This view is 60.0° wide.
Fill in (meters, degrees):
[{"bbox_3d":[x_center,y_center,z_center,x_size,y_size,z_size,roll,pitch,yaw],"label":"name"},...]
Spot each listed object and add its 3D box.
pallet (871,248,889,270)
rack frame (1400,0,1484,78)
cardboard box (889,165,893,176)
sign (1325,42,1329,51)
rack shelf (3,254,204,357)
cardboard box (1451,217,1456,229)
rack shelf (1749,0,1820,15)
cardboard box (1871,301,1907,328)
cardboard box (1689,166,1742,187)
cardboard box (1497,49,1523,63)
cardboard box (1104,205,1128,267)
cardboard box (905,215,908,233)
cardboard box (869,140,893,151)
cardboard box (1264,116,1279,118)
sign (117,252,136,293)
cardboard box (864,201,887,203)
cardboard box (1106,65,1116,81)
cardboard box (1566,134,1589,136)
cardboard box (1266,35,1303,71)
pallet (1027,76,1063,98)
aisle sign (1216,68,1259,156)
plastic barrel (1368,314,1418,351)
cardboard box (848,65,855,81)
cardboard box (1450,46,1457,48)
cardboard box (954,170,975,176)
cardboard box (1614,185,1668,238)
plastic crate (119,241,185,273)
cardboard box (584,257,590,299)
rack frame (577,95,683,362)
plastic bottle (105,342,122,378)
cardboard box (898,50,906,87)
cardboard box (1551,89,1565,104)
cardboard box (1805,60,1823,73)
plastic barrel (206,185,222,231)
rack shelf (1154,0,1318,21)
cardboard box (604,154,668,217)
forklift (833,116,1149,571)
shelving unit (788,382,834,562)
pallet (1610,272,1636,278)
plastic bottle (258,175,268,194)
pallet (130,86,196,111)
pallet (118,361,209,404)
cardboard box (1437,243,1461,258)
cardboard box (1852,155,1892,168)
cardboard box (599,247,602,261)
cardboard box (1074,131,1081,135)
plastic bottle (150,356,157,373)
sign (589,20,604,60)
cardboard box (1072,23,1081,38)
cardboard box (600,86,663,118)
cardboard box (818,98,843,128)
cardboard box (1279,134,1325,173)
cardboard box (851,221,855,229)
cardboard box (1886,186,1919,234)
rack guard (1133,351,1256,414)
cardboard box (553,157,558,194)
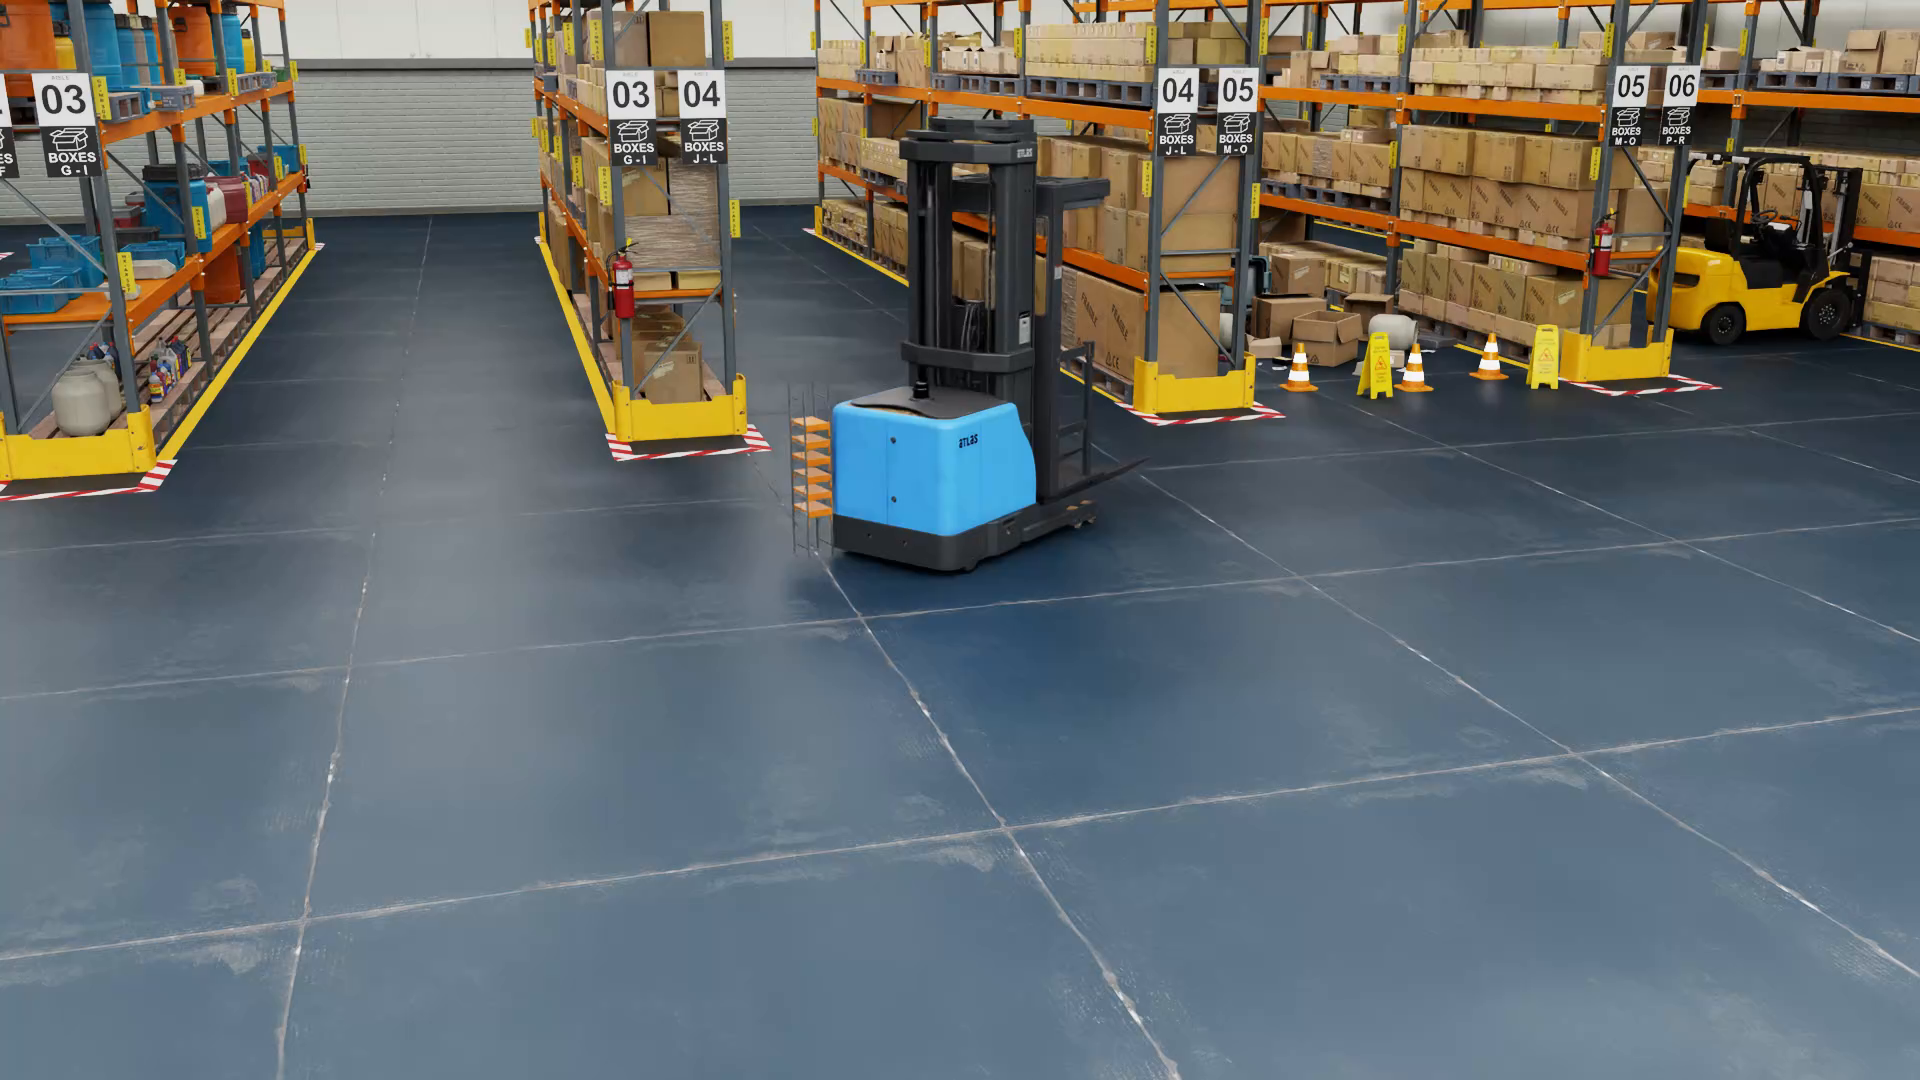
[{"bbox_3d":[-0.804,-4.515,26.617,1.003,0.211,1.213,-5,17,-15],"label":"pallet"},{"bbox_3d":[5.911,-7.146,20.099,1.000,3.000,0.127,-5,17,-15],"label":"rack frame"},{"bbox_3d":[-0.845,-5.496,24.741,0.380,0.149,0.250,-4,17,-14],"label":"cardboard box"},{"bbox_3d":[5.334,-7.105,24.280,0.100,0.325,0.005,-5,17,-15],"label":"sign"},{"bbox_3d":[-7.830,-2.200,15.312,1.077,0.370,4.000,-5,17,-15],"label":"rack shelf"},{"bbox_3d":[6.049,-3.760,19.694,0.380,0.149,0.250,-5,17,-16],"label":"cardboard box"},{"bbox_3d":[11.232,-6.450,19.728,1.077,0.370,4.000,-5,17,-15],"label":"rack shelf"},{"bbox_3d":[11.222,-2.687,19.733,0.500,0.250,0.500,-5,17,-15],"label":"cardboard box"},{"bbox_3d":[10.302,-4.949,22.606,0.500,0.250,0.500,-5,17,-16],"label":"cardboard box"},{"bbox_3d":[6.180,-5.356,18.405,0.380,0.149,0.250,-4,17,-14],"label":"cardboard box"},{"bbox_3d":[1.961,-3.068,16.691,0.875,0.550,0.550,-5,17,-15],"label":"cardboard box"},{"bbox_3d":[-0.509,-4.630,24.463,0.500,0.250,0.500,-4,17,-14],"label":"cardboard box"},{"bbox_3d":[-1.203,-6.139,25.847,0.380,0.149,0.250,-5,17,-15],"label":"cardboard box"},{"bbox_3d":[4.639,-6.342,25.940,0.500,0.500,0.500,-4,17,-14],"label":"cardboard box"},{"bbox_3d":[-6.750,-2.166,13.467,0.100,0.325,0.005,-5,17,-15],"label":"sign"},{"bbox_3d":[-1.522,-6.031,30.008,0.380,0.149,0.250,-5,17,-16],"label":"cardboard box"},{"bbox_3d":[1.653,-4.588,16.331,0.380,0.149,0.250,-5,17,-15],"label":"cardboard box"},{"bbox_3d":[9.592,-6.176,26.395,0.500,0.500,0.500,-4,17,-13],"label":"cardboard box"},{"bbox_3d":[4.563,-7.158,24.446,0.797,0.503,0.637,-6,18,-19],"label":"cardboard box"},{"bbox_3d":[1.394,-5.020,18.391,1.003,0.211,1.213,-5,17,-15],"label":"pallet"},{"bbox_3d":[2.587,-3.996,15.522,0.394,0.787,0.004,-5,17,-15],"label":"aisle sign"},{"bbox_3d":[4.987,-2.384,19.152,0.512,0.421,0.421,7,18,23],"label":"plastic barrel"},{"bbox_3d":[-1.540,-7.684,27.366,0.500,0.250,0.500,-5,17,-15],"label":"cardboard box"},{"bbox_3d":[8.411,-8.259,28.033,0.380,0.149,0.250,-5,17,-16],"label":"cardboard box"},{"bbox_3d":[0.225,-4.582,21.818,0.500,0.500,0.500,-5,17,-15],"label":"cardboard box"},{"bbox_3d":[7.147,-3.509,17.730,0.500,0.500,0.500,-5,17,-16],"label":"cardboard box"},{"bbox_3d":[-7.814,-2.742,16.123,0.499,0.251,0.616,-5,17,-15],"label":"plastic crate"},{"bbox_3d":[-4.513,-3.425,21.721,0.700,0.500,0.500,-6,18,-18],"label":"cardboard box"},{"bbox_3d":[-3.617,-3.489,18.353,1.000,3.000,0.127,-5,17,-15],"label":"rack frame"},{"bbox_3d":[-8.418,-1.795,16.553,0.144,0.351,0.185,-5,17,-15],"label":"plastic bottle"},{"bbox_3d":[-0.604,-6.858,24.181,0.500,0.500,0.500,-5,17,-15],"label":"cardboard box"},{"bbox_3d":[6.503,-4.701,17.612,0.380,0.149,0.250,-4,17,-14],"label":"cardboard box"},{"bbox_3d":[10.725,-5.871,20.600,0.380,0.149,0.250,-4,17,-14],"label":"cardboard box"},{"bbox_3d":[-8.875,-3.873,19.438,0.421,0.512,0.421,0,17,0],"label":"plastic barrel"},{"bbox_3d":[4.262,-8.269,25.785,1.077,0.370,4.000,-5,17,-15],"label":"rack shelf"},{"bbox_3d":[-2.907,-3.184,14.910,0.500,0.500,0.500,-5,17,-15],"label":"cardboard box"},{"bbox_3d":[0.379,-1.560,12.052,1.130,2.935,3.031,11,20,33],"label":"forklift"},{"bbox_3d":[-1.022,-0.464,11.408,0.189,1.200,0.258,-11,20,-31],"label":"shelving unit"},{"bbox_3d":[9.772,-4.206,25.588,1.003,0.211,1.213,-5,17,-15],"label":"pallet"},{"bbox_3d":[-10.159,-5.167,24.157,0.152,0.276,0.135,-5,17,-15],"label":"plastic bottle"},{"bbox_3d":[-8.087,-4.252,16.007,1.213,0.211,1.003,-5,17,-15],"label":"pallet"},{"bbox_3d":[-8.235,-1.573,16.821,1.003,0.211,1.213,-5,17,-15],"label":"pallet"},{"bbox_3d":[5.933,-3.461,19.878,0.380,0.149,0.250,-4,17,-13],"label":"cardboard box"},{"bbox_3d":[11.054,-4.567,20.123,0.380,0.149,0.250,-4,17,-14],"label":"cardboard box"},{"bbox_3d":[-3.422,-2.872,16.735,0.380,0.149,0.250,-5,17,-15],"label":"cardboard box"},{"bbox_3d":[2.469,-7.484,31.480,0.500,0.500,0.500,-5,17,-16],"label":"cardboard box"},{"bbox_3d":[-7.845,-1.656,16.207,0.061,0.283,0.133,-5,17,-15],"label":"plastic bottle"},{"bbox_3d":[-3.057,-4.205,13.983,0.100,0.325,0.005,-5,17,-15],"label":"sign"},{"bbox_3d":[1.371,-5.252,17.155,0.380,0.149,0.250,-5,17,-16],"label":"cardboard box"},{"bbox_3d":[-2.895,-3.861,14.637,0.500,0.250,0.500,-4,17,-14],"label":"cardboard box"},{"bbox_3d":[-2.250,-7.697,29.932,0.500,0.500,0.500,-5,17,-16],"label":"cardboard box"},{"bbox_3d":[4.863,-5.484,23.574,0.500,0.500,0.500,-4,17,-12],"label":"cardboard box"},{"bbox_3d":[-1.652,-5.399,28.420,0.380,0.149,0.250,-4,17,-14],"label":"cardboard box"},{"bbox_3d":[11.261,-3.867,19.438,0.500,0.500,0.500,-4,17,-14],"label":"cardboard box"},{"bbox_3d":[2.285,-1.543,16.220,1.175,0.500,0.348,-5,17,-15],"label":"rack guard"},{"bbox_3d":[-5.654,-5.325,24.293,0.500,0.500,0.500,-5,17,-17],"label":"cardboard box"}]
